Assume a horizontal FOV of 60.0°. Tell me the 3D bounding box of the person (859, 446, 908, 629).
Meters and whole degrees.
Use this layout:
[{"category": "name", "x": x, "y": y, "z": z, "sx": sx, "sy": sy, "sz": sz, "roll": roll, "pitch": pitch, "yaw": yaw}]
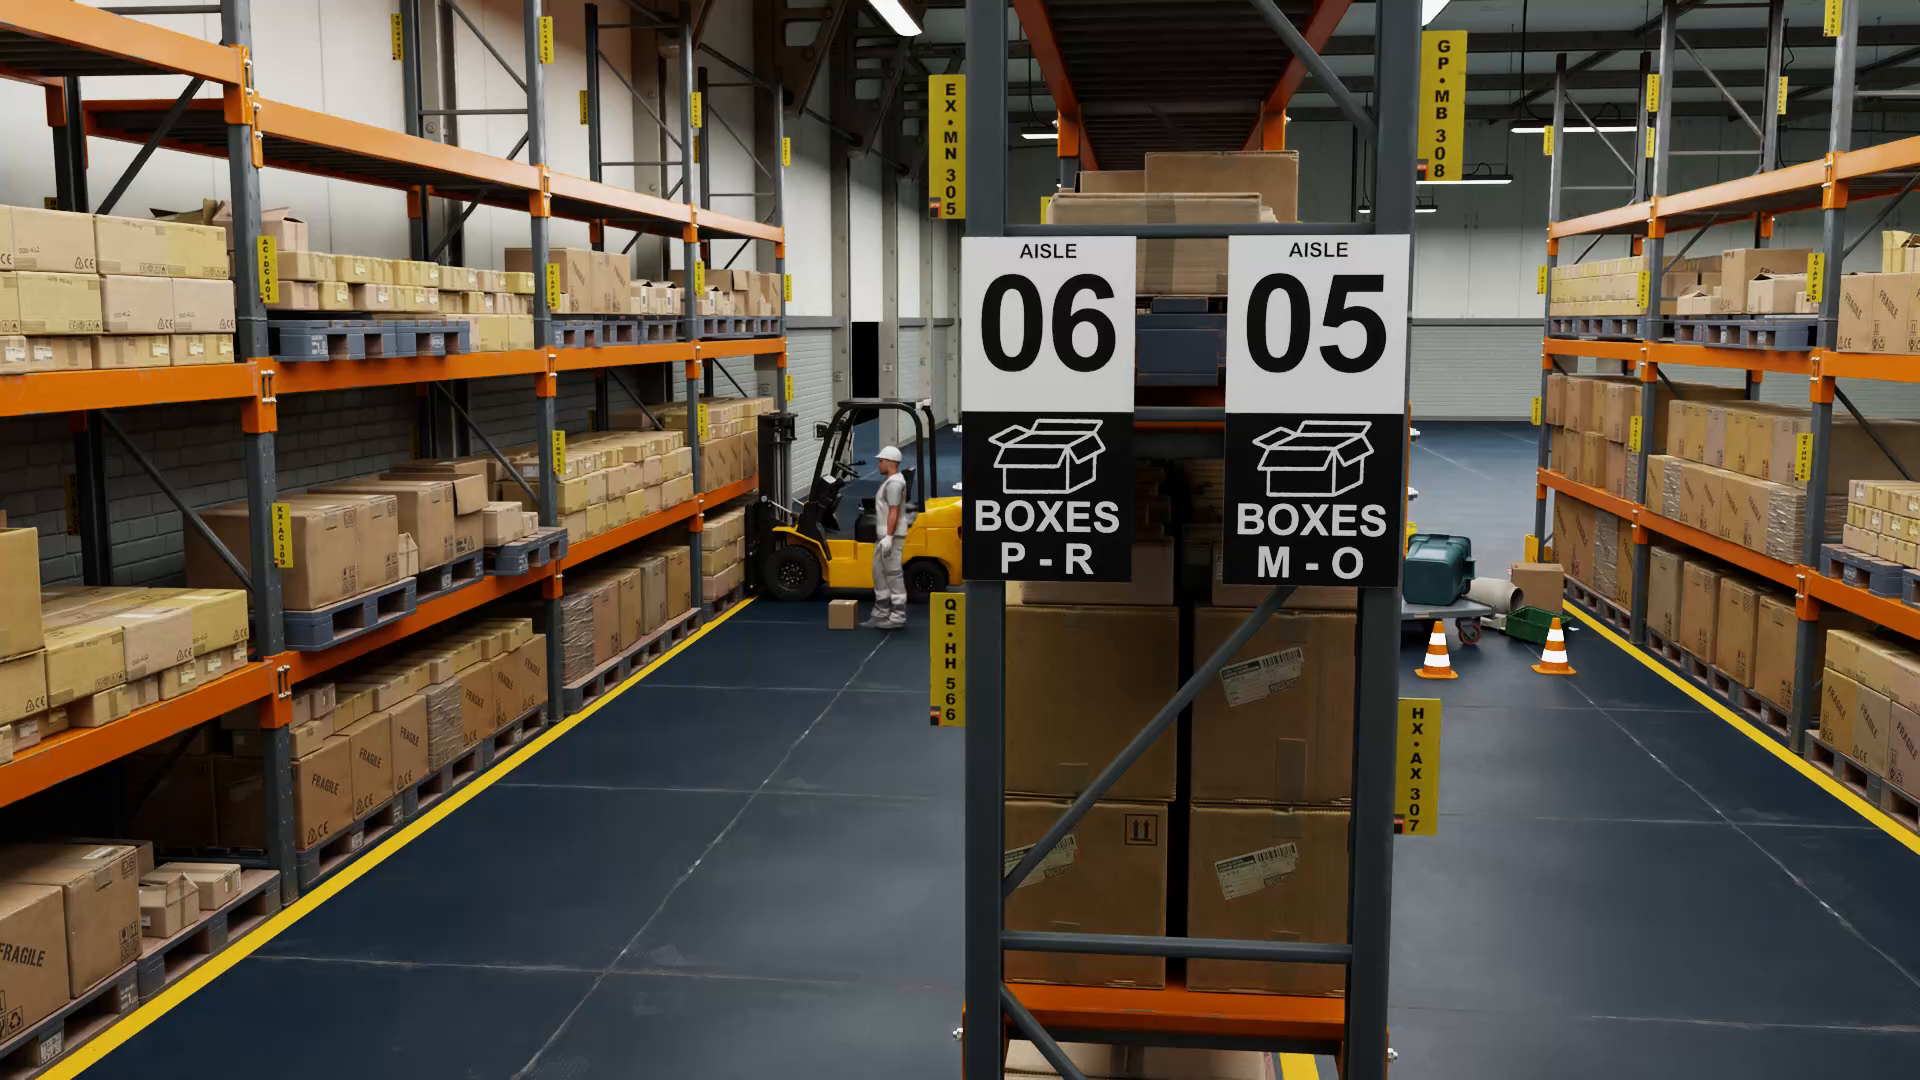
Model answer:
[{"category": "person", "x": -0.749, "y": -0.006, "z": 16.284, "sx": 0.485, "sy": 1.819, "sz": 0.576, "roll": -1, "pitch": 8, "yaw": -6}]
